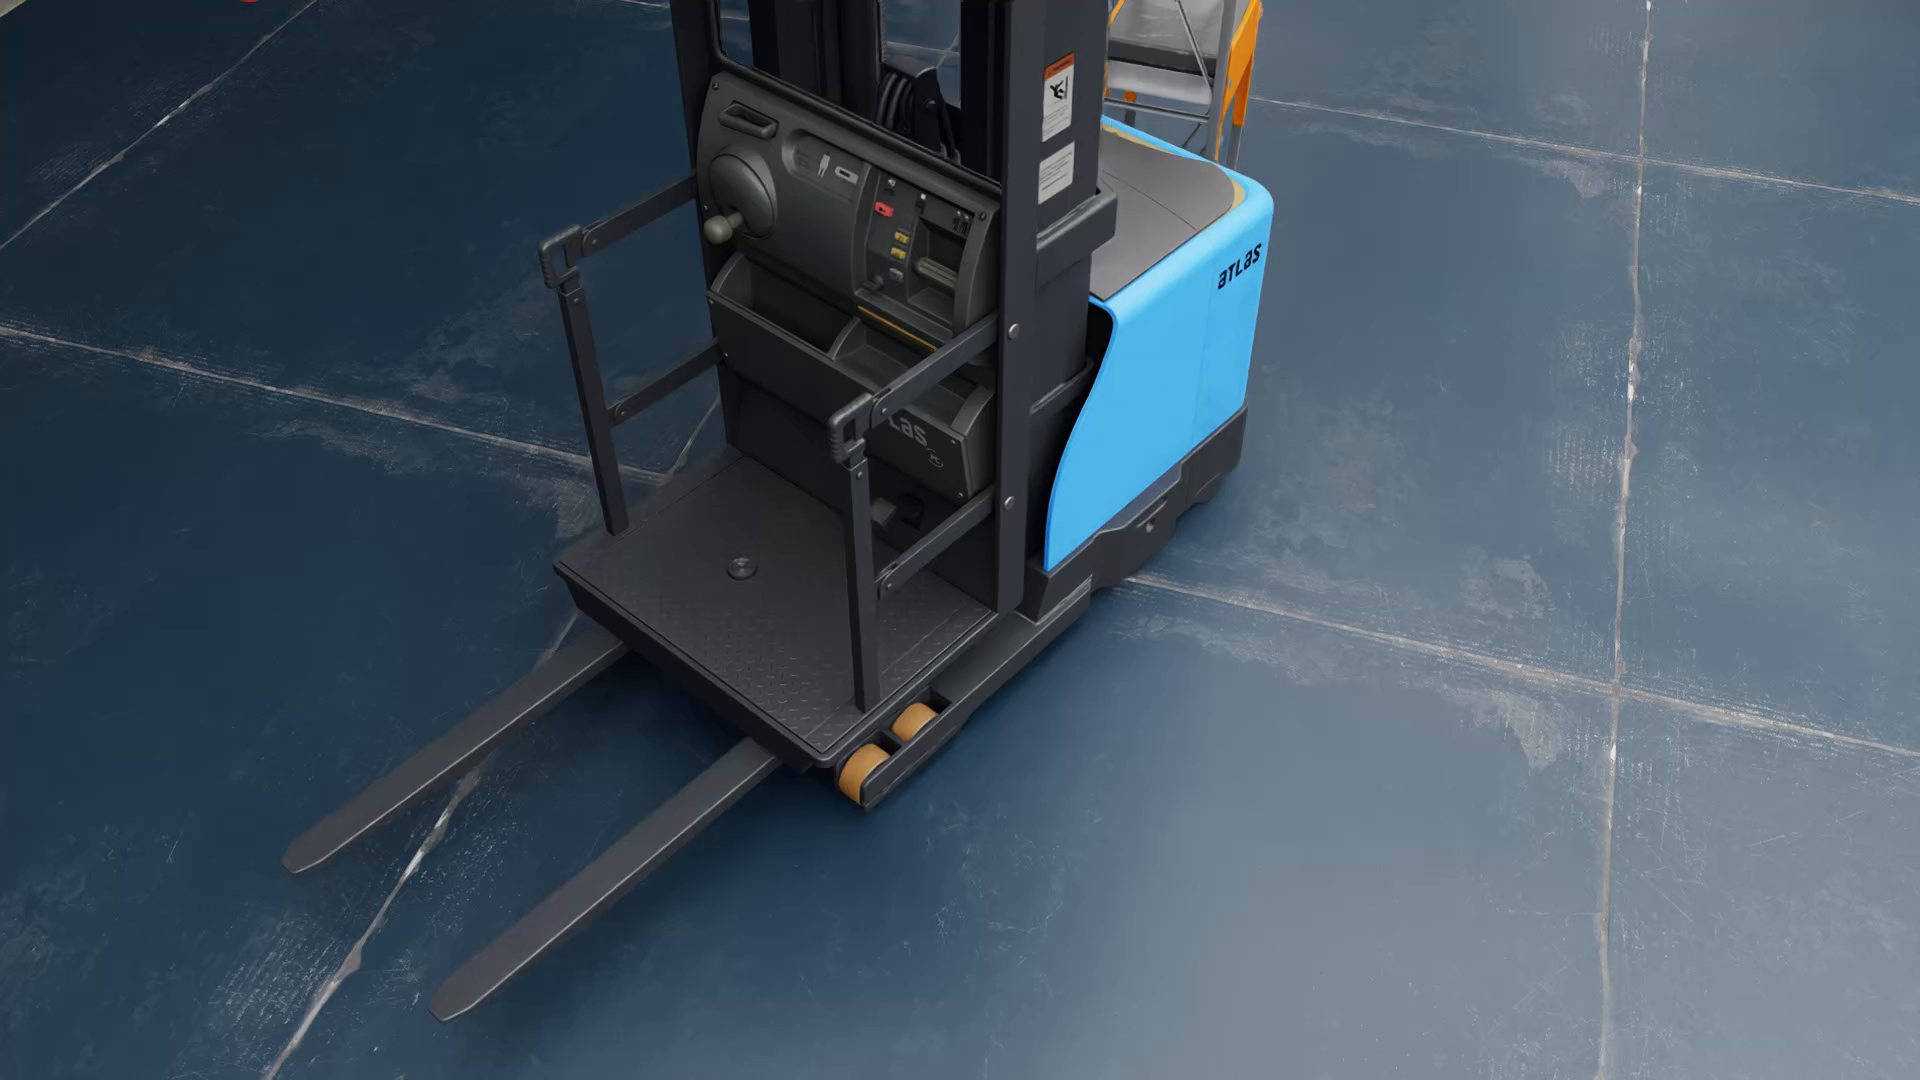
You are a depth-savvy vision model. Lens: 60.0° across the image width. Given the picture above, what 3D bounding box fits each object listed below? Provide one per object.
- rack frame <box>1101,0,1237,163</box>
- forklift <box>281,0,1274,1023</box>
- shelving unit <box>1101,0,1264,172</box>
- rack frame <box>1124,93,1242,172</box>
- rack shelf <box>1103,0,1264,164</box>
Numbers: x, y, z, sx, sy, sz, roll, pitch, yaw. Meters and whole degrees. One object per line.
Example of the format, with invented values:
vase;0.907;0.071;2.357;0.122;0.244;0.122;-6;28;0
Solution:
rack frame;0.599;-1.310;5.083;0.400;2.100;0.015;14;46;13
forklift;-0.435;-0.733;3.903;1.130;2.935;3.031;32;53;28
shelving unit;0.678;-1.471;5.248;0.431;2.100;0.503;14;46;13
rack frame;0.758;-1.632;5.412;0.400;2.100;0.015;14;46;13
rack shelf;0.678;-1.461;5.257;0.431;0.518;0.480;14;46;13
